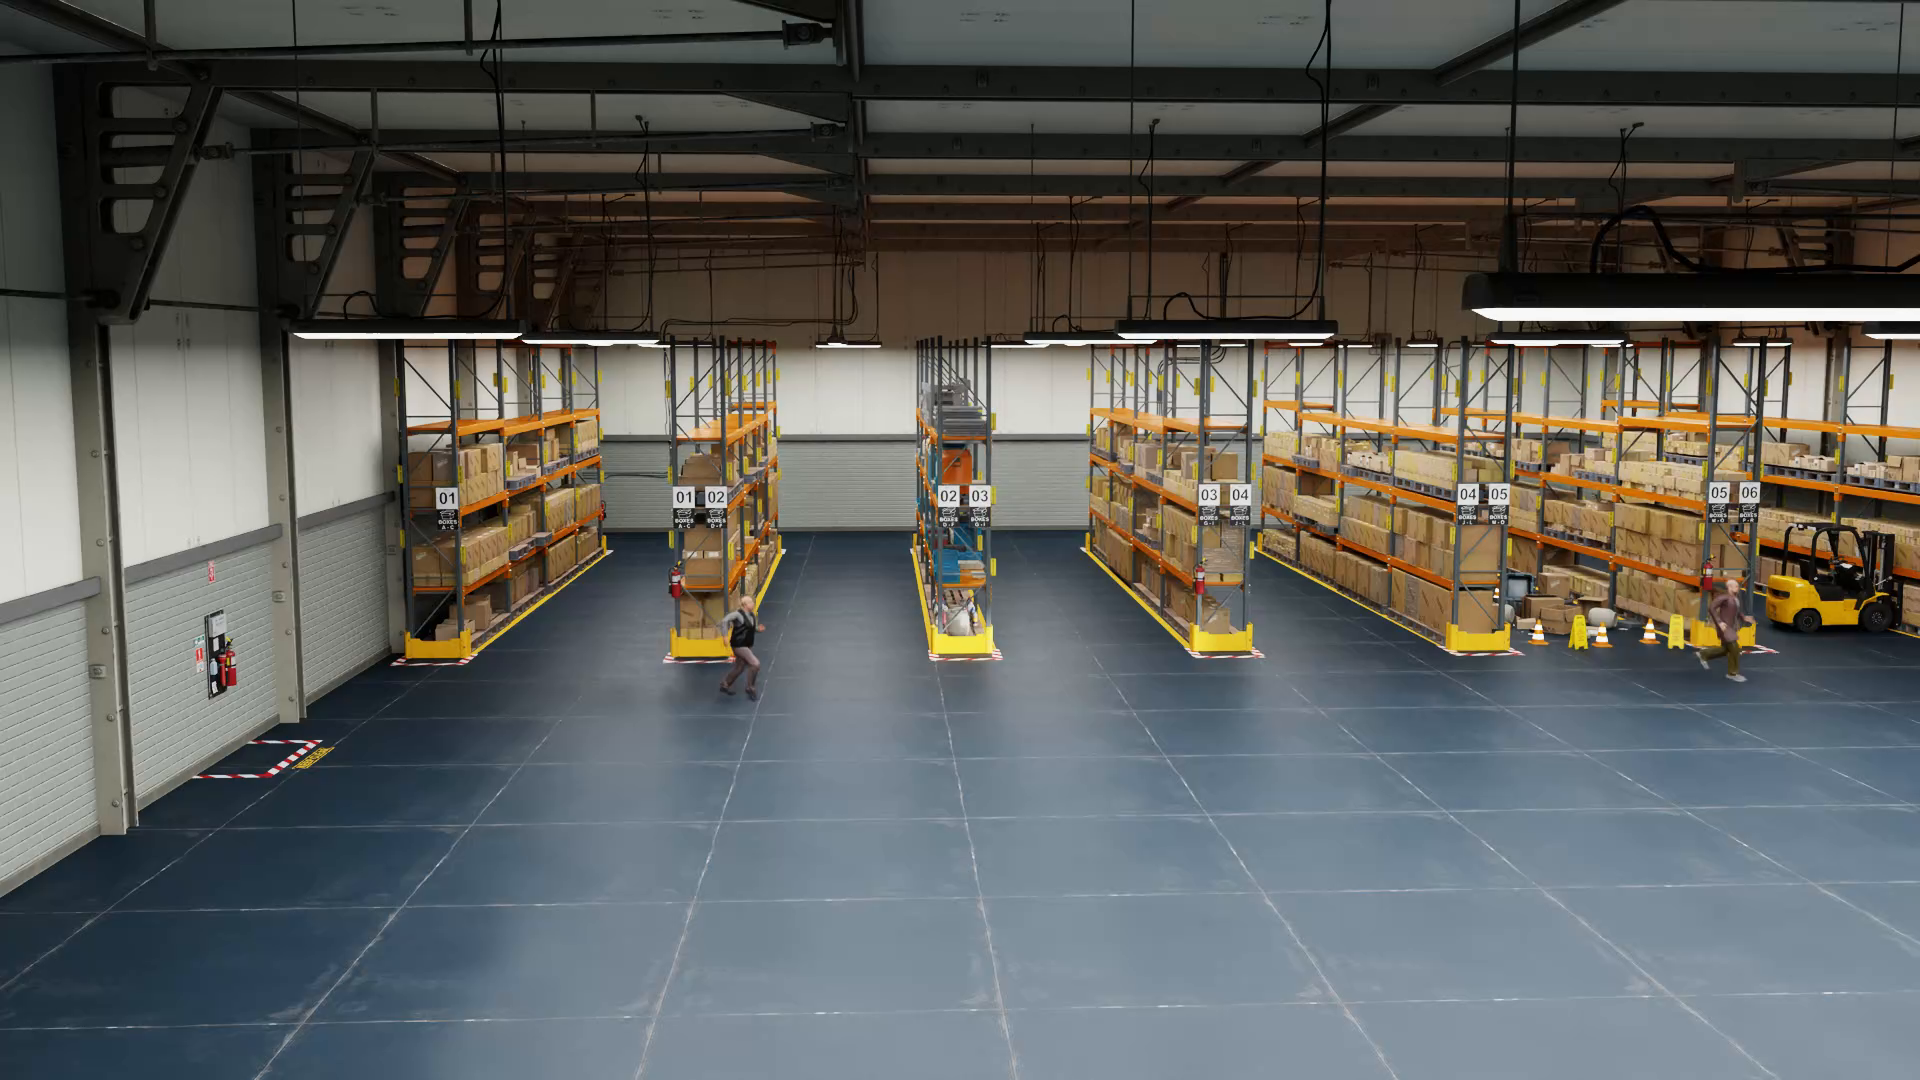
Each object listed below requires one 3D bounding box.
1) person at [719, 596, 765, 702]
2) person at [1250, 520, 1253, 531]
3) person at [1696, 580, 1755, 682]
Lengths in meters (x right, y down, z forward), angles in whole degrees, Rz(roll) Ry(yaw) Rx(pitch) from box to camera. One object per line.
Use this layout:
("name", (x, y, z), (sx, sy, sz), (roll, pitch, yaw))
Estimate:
("person", (-3.586, 1.787, 27.271), (0.839, 1.747, 0.680), (3, 7, 21))
("person", (7.344, -0.021, 43.451), (0.555, 1.592, 0.832), (0, 7, -4))
("person", (13.354, 1.555, 29.123), (0.689, 1.759, 0.959), (-6, 9, -41))
